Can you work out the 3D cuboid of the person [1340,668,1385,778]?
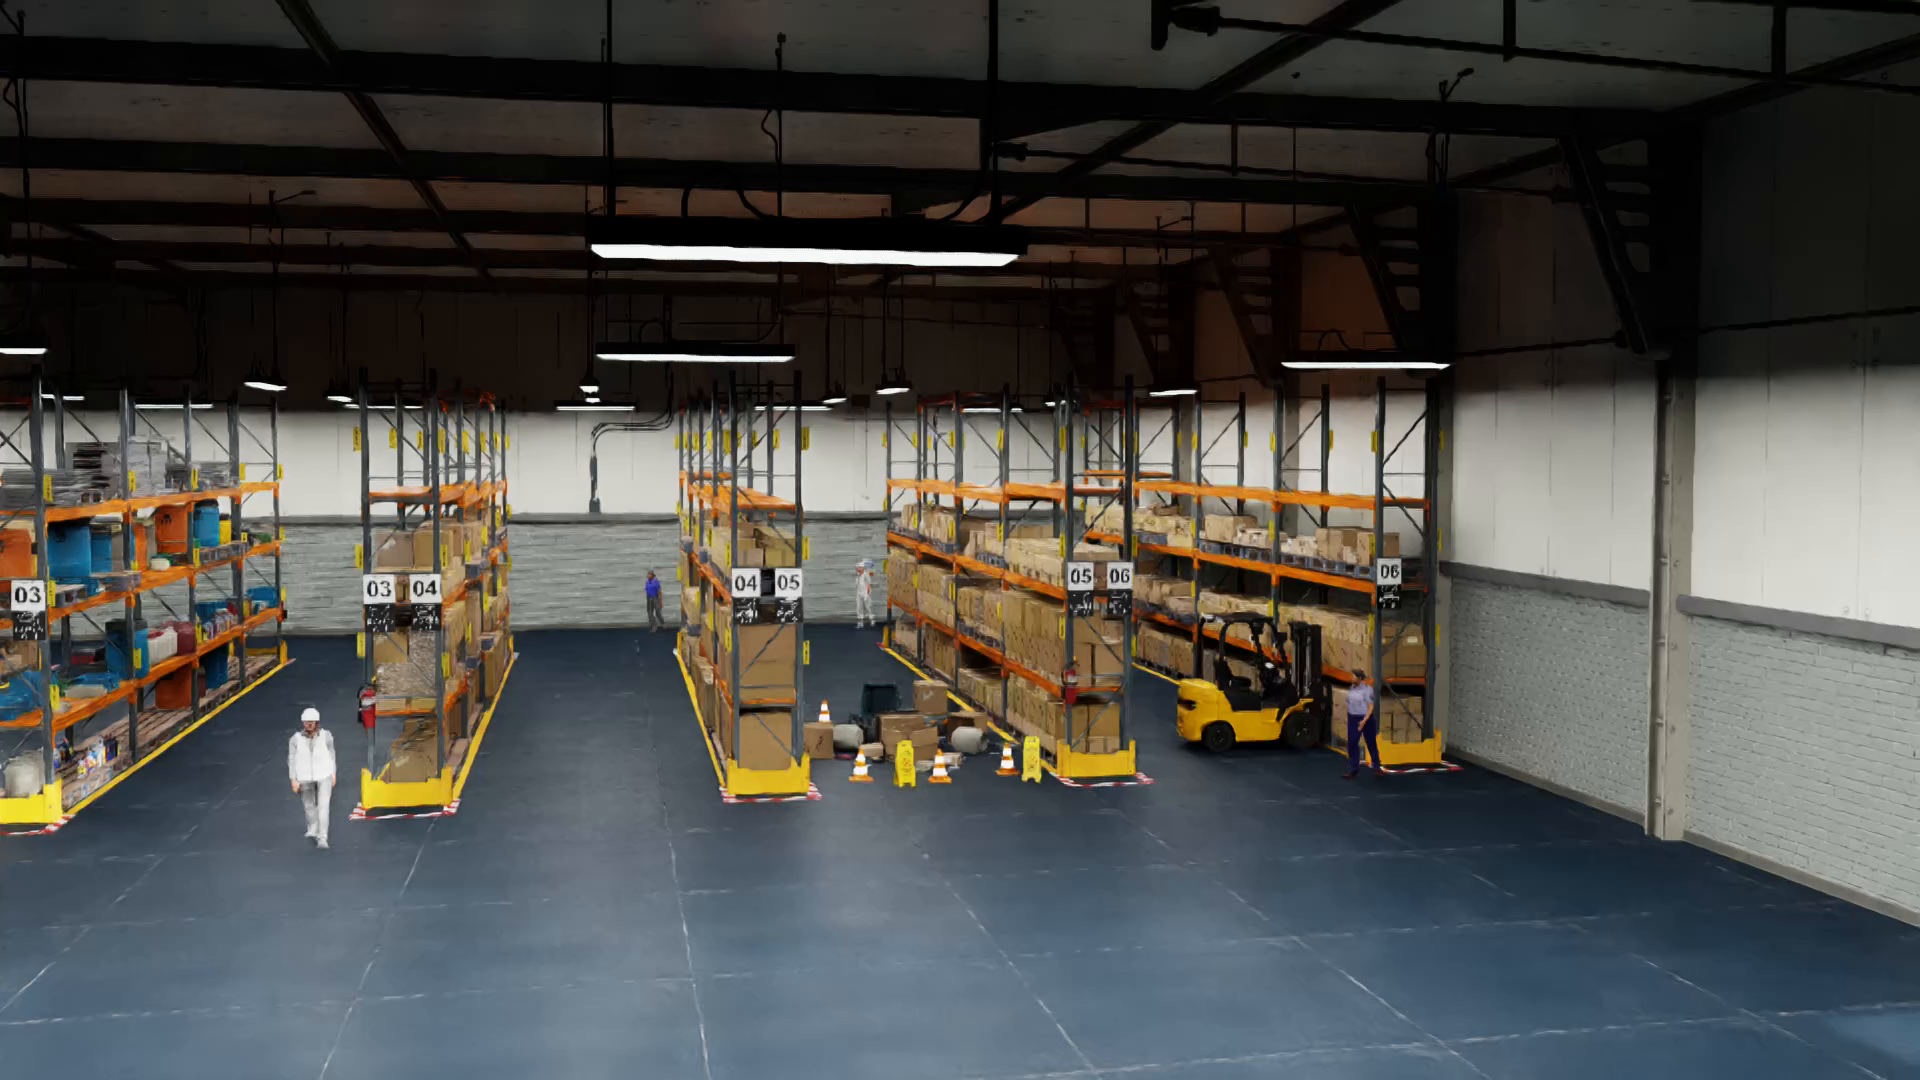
[{"bbox_3d":[6.007,2.713,24.772,0.690,1.634,0.517,-3,4,-41],"label":"person"}]

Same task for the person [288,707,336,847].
[{"bbox_3d":[-8.028,2.910,20.587,0.546,1.693,1.105,-1,3,-14],"label":"person"}]

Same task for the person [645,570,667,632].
[{"bbox_3d":[-7.982,1.588,43.652,0.517,1.644,0.496,2,4,25],"label":"person"}]

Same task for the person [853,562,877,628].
[{"bbox_3d":[-2.560,1.472,44.565,0.566,1.784,0.618,3,5,44],"label":"person"}]
